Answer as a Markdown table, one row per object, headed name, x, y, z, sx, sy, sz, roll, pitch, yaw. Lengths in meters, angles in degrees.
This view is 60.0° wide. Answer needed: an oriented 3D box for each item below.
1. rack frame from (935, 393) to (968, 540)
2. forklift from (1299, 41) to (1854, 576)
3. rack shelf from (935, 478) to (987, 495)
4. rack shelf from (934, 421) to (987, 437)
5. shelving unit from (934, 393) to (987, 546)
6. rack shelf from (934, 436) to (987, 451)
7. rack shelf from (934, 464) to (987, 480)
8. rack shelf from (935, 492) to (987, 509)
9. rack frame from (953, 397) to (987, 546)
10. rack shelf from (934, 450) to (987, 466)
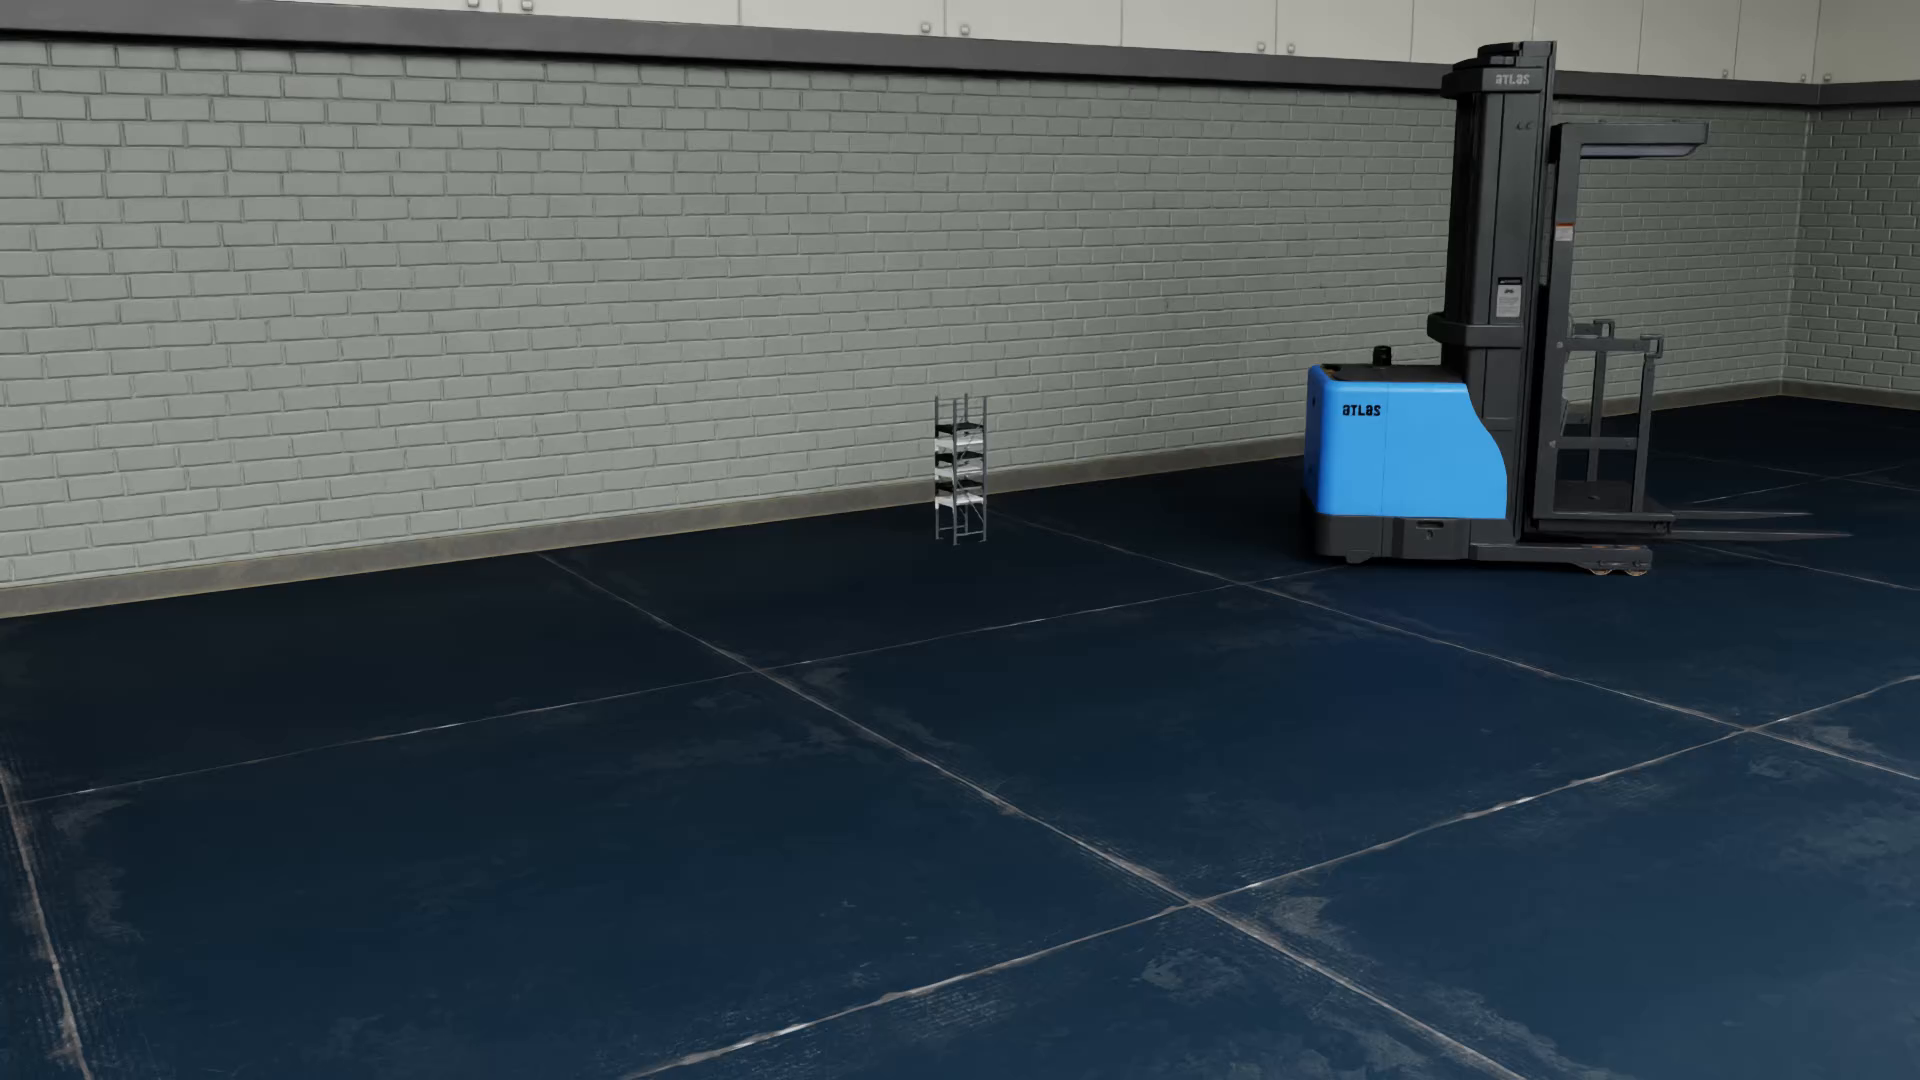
| name | x | y | z | sx | sy | sz | roll | pitch | yaw |
| --- | --- | --- | --- | --- | --- | --- | --- | --- | --- |
| rack frame | -0.052 | -0.456 | 10.342 | 0.240 | 0.900 | 0.006 | -8 | 15 | -33 |
| forklift | 3.609 | -1.347 | 9.661 | 3.031 | 2.935 | 1.130 | 1 | 12 | 6 |
| rack shelf | 0.004 | -0.318 | 10.285 | 0.258 | 0.077 | 0.200 | -8 | 15 | -33 |
| rack shelf | 0.004 | -0.669 | 10.208 | 0.258 | 0.077 | 0.200 | -8 | 15 | -33 |
| shelving unit | 0.004 | -0.438 | 10.259 | 0.258 | 0.900 | 0.210 | -8 | 15 | -33 |
| rack shelf | 0.004 | -0.581 | 10.228 | 0.258 | 0.077 | 0.200 | -8 | 15 | -33 |
| rack shelf | 0.004 | -0.406 | 10.266 | 0.258 | 0.077 | 0.200 | -8 | 15 | -33 |
| rack shelf | 0.004 | -0.230 | 10.305 | 0.258 | 0.077 | 0.200 | -8 | 15 | -33 |
| rack frame | 0.061 | -0.420 | 10.176 | 0.240 | 0.900 | 0.006 | -8 | 15 | -33 |
| rack shelf | 0.004 | -0.494 | 10.247 | 0.258 | 0.077 | 0.200 | -8 | 15 | -33 |
